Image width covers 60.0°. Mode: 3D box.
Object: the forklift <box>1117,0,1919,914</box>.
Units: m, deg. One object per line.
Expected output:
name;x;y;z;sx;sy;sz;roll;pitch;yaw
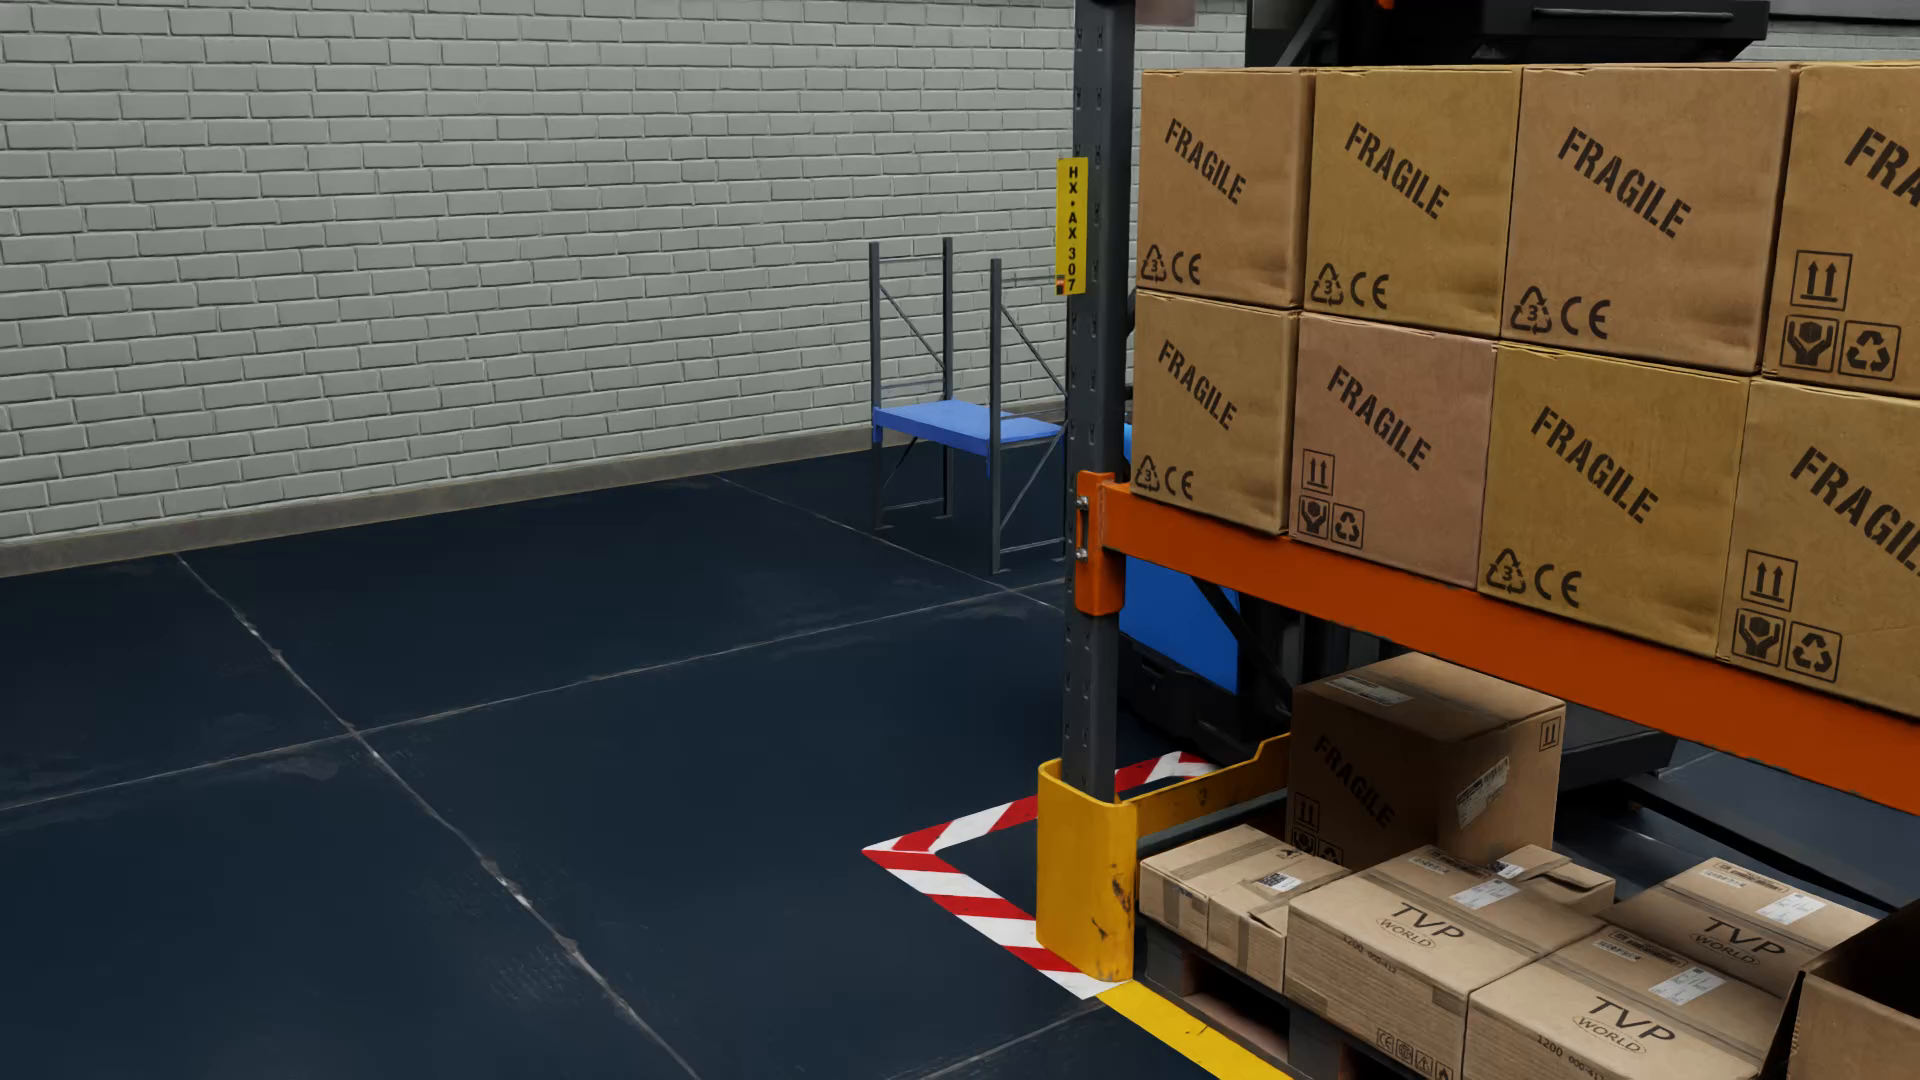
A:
forklift;1.572;-0.550;5.033;1.130;2.935;3.031;-7;17;-25

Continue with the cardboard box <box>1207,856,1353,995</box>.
cardboard box;0.827;0.924;4.050;0.380;0.166;0.250;-11;19;-35

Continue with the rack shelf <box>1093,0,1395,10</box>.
rack shelf;1.888;-1.099;2.589;1.077;0.370;4.000;-11;19;-35

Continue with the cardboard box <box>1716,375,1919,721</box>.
cardboard box;1.652;-0.015;2.758;0.500;0.500;0.500;-11;19;-34

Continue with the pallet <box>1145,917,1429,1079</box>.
pallet;1.226;1.105;4.138;1.003;0.211;1.213;-11;19;-35

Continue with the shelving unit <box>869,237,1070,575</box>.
shelving unit;0.050;-0.705;8.312;0.538;1.500;1.048;-11;19;-35

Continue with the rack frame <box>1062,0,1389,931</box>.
rack frame;0.712;-0.426;4.451;1.000;3.000;0.127;-11;19;-35

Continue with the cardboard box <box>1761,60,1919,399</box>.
cardboard box;1.663;-0.494;2.617;0.500;0.500;0.500;-11;19;-35

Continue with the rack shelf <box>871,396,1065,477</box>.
rack shelf;0.050;-0.532;8.359;0.538;0.185;1.000;-11;19;-35

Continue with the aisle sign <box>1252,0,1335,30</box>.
aisle sign;0.919;-1.742;4.334;0.394;0.787;0.004;-11;19;-35

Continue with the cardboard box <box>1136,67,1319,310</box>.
cardboard box;0.759;-0.821;3.810;0.500;0.500;0.500;-10;18;-33

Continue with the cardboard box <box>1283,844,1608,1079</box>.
cardboard box;1.096;0.955;3.780;0.500;0.250;0.500;-11;19;-35

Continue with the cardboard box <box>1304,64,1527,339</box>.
cardboard box;1.073;-0.710;3.406;0.500;0.500;0.500;-11;19;-34

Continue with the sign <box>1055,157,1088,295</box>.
sign;0.273;-0.759;4.028;0.100;0.325;0.005;-11;19;-35

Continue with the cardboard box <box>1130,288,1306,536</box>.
cardboard box;0.759;-0.339;3.942;0.500;0.500;0.500;-10;18;-33

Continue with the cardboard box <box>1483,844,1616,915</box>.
cardboard box;1.396;0.907;4.115;0.380;0.166;0.250;-11;19;-35

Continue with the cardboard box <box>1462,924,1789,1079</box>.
cardboard box;1.390;1.062;3.390;0.500;0.250;0.500;-11;19;-35

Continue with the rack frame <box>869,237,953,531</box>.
rack frame;-0.249;-0.814;8.708;0.500;1.500;0.032;-11;19;-35

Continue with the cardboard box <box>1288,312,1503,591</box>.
cardboard box;1.067;-0.229;3.542;0.500;0.500;0.500;-11;19;-35

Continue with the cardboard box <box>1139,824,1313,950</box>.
cardboard box;0.680;0.880;4.247;0.380;0.149;0.250;-11;19;-35

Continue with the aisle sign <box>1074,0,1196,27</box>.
aisle sign;0.434;-1.649;3.994;0.394;0.787;0.004;-11;19;-35

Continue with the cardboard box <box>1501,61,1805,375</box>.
cardboard box;1.363;-0.603;3.013;0.500;0.500;0.500;-11;19;-34

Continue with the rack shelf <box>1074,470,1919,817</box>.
rack shelf;1.888;0.348;2.985;1.077;0.370;4.000;-11;19;-35

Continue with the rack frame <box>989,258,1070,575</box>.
rack frame;0.349;-0.597;7.915;0.500;1.500;0.032;-11;19;-35

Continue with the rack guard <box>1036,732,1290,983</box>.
rack guard;0.756;0.796;4.721;1.175;0.500;0.348;-11;19;-35

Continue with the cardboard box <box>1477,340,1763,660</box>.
cardboard box;1.360;-0.122;3.149;0.500;0.500;0.500;-11;19;-35

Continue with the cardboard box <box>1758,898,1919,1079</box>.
cardboard box;1.955;1.020;3.064;0.797;0.503;0.637;-11;19;-35

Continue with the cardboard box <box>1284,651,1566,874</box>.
cardboard box;1.231;0.645;4.438;0.500;0.500;0.500;-11;19;-35

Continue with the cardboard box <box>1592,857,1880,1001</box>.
cardboard box;1.765;0.973;3.713;0.500;0.250;0.500;-11;19;-35
